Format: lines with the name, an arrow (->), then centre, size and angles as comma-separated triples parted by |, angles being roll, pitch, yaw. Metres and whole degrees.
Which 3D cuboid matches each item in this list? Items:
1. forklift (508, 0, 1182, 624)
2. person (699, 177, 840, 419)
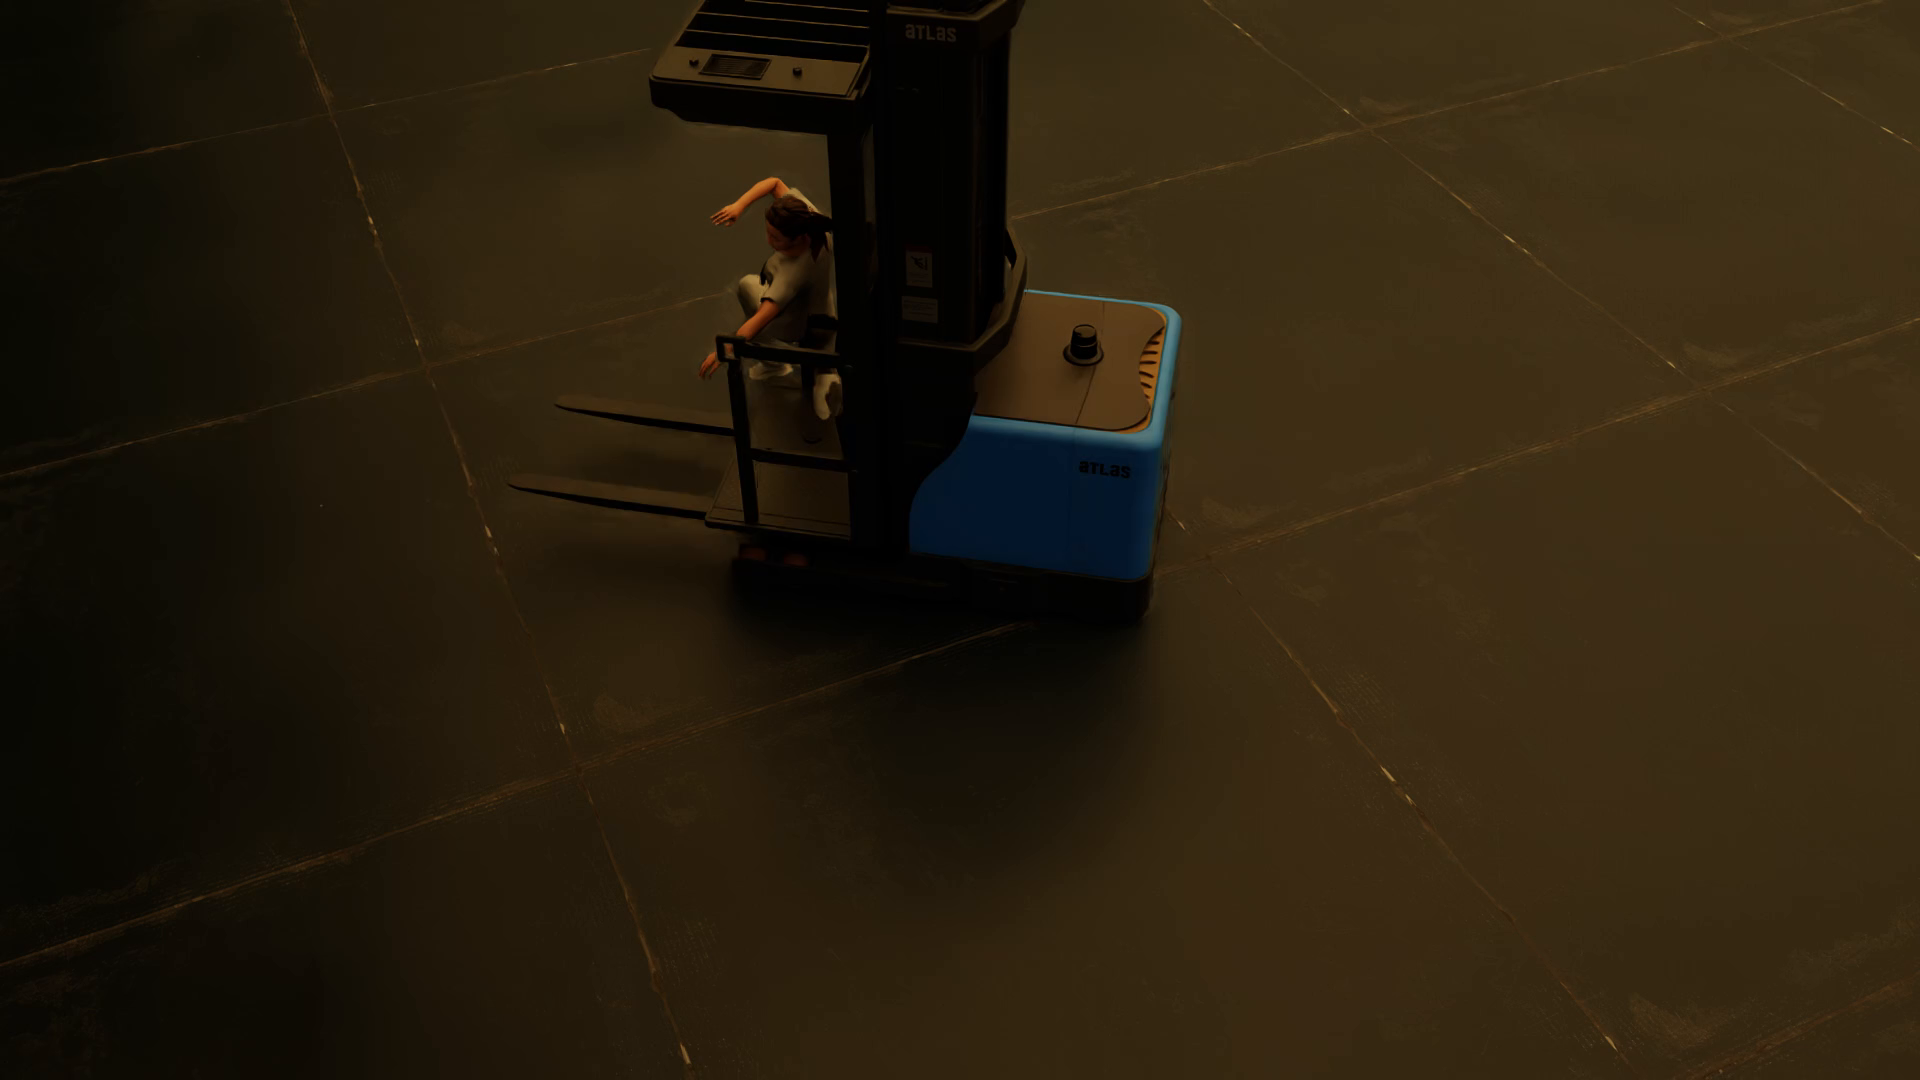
forklift -> -0.571, -1.197, 6.963 | 3.031, 2.935, 1.130 | 8, 44, 8
person -> -0.980, -1.026, 7.818 | 0.884, 1.370, 0.942 | -26, 49, -25
